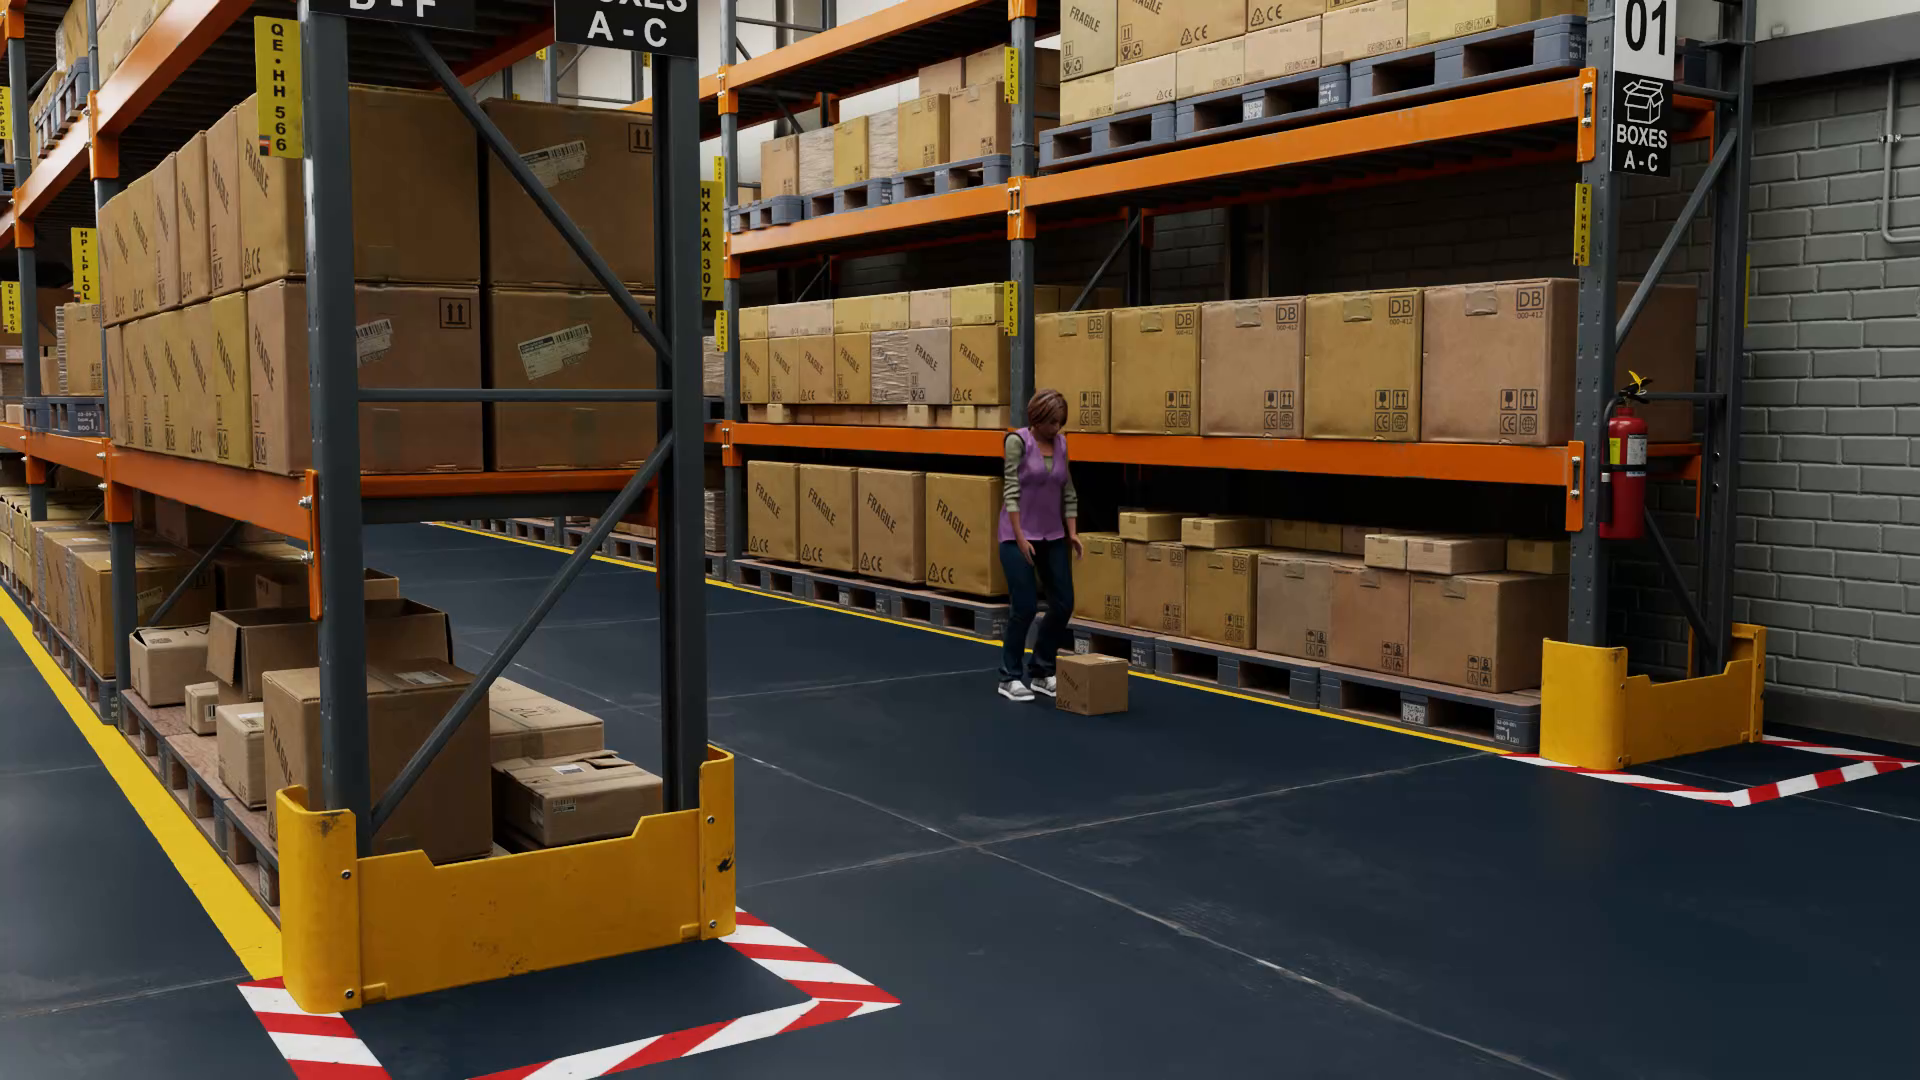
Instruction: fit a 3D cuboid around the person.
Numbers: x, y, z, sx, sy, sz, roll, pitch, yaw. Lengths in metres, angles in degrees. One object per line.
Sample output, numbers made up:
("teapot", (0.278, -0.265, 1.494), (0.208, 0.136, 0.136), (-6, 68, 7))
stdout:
("person", (0.407, 0.049, 8.360), (0.444, 1.498, 0.476), (-3, 6, -32))
